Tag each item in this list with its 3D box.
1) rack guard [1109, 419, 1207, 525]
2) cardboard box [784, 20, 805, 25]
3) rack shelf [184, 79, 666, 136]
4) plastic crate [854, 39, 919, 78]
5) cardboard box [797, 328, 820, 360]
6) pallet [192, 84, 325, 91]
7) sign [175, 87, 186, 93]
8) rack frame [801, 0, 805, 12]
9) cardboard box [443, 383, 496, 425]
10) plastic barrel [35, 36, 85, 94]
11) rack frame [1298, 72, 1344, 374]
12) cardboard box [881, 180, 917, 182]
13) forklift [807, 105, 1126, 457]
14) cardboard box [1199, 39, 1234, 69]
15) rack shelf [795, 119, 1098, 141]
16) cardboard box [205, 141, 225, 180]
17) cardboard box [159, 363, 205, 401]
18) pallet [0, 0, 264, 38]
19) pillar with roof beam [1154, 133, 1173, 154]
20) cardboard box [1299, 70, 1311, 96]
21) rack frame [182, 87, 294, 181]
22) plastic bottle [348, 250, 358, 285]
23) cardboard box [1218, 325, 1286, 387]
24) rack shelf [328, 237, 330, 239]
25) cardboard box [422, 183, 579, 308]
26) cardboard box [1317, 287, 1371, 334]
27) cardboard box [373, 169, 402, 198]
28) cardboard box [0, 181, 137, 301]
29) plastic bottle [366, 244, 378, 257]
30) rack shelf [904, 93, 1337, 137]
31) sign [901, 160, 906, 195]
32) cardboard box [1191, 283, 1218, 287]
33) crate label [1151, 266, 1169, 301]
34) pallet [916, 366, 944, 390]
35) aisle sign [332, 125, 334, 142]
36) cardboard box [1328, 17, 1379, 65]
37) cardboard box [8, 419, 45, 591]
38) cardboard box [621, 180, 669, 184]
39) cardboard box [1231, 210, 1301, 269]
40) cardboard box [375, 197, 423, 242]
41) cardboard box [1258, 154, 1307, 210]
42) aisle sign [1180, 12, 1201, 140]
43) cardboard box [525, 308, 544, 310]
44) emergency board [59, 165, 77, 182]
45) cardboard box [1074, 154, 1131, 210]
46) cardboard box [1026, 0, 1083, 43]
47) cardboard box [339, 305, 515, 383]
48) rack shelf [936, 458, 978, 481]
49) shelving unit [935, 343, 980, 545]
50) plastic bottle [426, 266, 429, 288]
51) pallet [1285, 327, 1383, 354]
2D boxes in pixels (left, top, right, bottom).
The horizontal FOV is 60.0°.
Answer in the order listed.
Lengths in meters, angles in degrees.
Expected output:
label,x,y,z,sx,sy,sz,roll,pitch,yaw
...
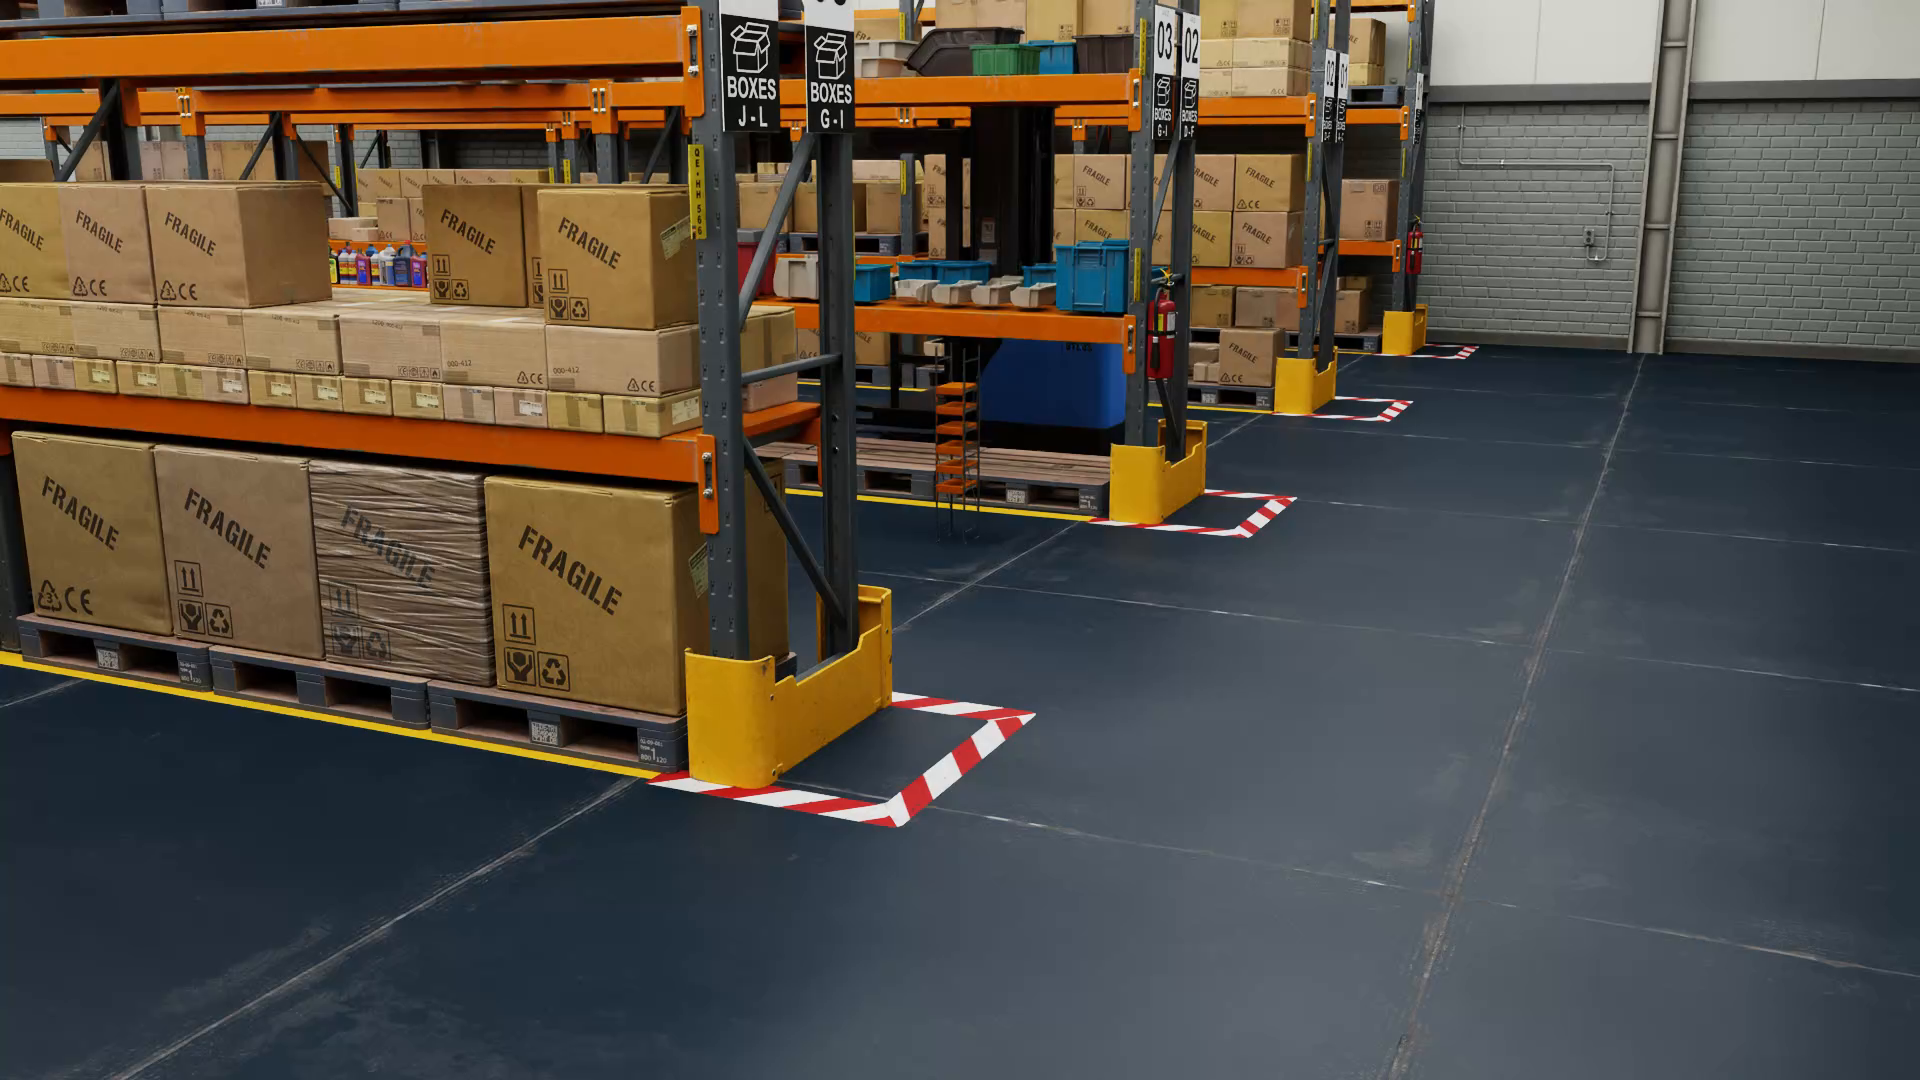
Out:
label,x,y,z,sx,sy,sz,roll,pitch,yaw
rack guard,1.343,-0.475,11.186,0.348,0.500,1.175,6,14,23
cardboard box,-1.382,-4.977,16.978,0.600,0.600,0.600,6,14,23
rack shelf,-4.170,-3.357,13.004,4.000,0.370,1.077,6,14,23
plastic crate,-0.585,-3.364,11.718,0.530,0.282,0.437,6,14,23
cardboard box,-1.347,-2.127,17.261,0.500,0.500,0.500,6,14,23
pallet,-5.338,-3.709,13.344,1.213,0.211,1.003,6,14,23
sign,-6.214,-3.726,13.230,0.005,0.325,0.100,6,14,23
rack frame,-1.985,-7.422,22.187,0.127,3.000,1.000,6,14,23
cardboard box,-1.845,-0.570,6.667,0.250,0.149,0.380,6,15,24
plastic barrel,-7.906,-4.384,14.708,0.708,0.901,0.600,6,14,23
rack frame,3.326,-2.726,15.306,0.127,3.000,1.000,6,14,23
cardboard box,-0.717,-4.510,21.993,0.500,0.500,0.500,6,14,23
forklift,-0.066,-2.199,13.211,3.031,2.935,1.130,6,14,24
cardboard box,2.296,-4.397,15.096,0.500,0.250,0.500,6,14,23
rack shelf,-0.157,-5.426,21.823,4.000,0.370,1.077,6,14,23
cardboard box,-8.974,-4.649,20.444,0.500,0.500,0.700,6,14,23
cardboard box,-3.255,-0.712,7.274,0.250,0.149,0.380,6,14,22
pallet,-3.603,-2.367,7.403,1.213,0.211,1.003,6,14,23
pillar with roof beam,0.919,-6.269,17.271,0.400,9.000,9.100,6,14,23
cardboard box,2.959,-4.214,15.410,0.500,0.250,0.500,6,14,23
rack frame,-5.998,-2.432,14.053,0.127,3.000,1.000,6,14,23
plastic bottle,-4.794,-2.160,13.175,0.097,0.271,0.097,0,13,0
cardboard box,2.729,-1.722,15.537,0.500,0.500,0.500,6,14,23
rack shelf,-9.474,-3.671,20.909,4.000,0.370,1.077,6,14,23
cardboard box,-1.953,-1.288,7.213,0.500,0.500,0.500,5,14,22
cardboard box,4.649,-2.792,20.142,0.500,0.500,0.700,6,14,23
cardboard box,-8.537,-5.389,25.296,0.500,0.500,0.500,6,14,23
cardboard box,-4.013,-1.367,7.548,0.500,0.500,0.500,6,14,23
plastic bottle,-4.968,-2.367,14.059,0.097,0.271,0.097,0,13,0
rack shelf,1.497,-4.021,15.835,4.000,0.370,1.077,6,14,23
sign,-0.553,-3.544,16.256,0.005,0.325,0.100,6,14,23
cardboard box,3.031,-3.226,20.569,0.250,0.149,0.380,5,14,22
crate label,1.224,-1.731,11.302,0.303,0.233,0.416,6,14,23
pallet,0.296,-1.675,16.931,1.213,0.211,1.003,6,14,23
aisle sign,-9.487,-6.451,25.491,0.004,0.787,0.394,6,14,23
cardboard box,4.549,-5.777,19.292,0.500,0.500,0.500,6,14,23
cardboard box,-4.940,-0.253,8.497,0.875,0.875,1.225,6,14,23
cardboard box,-3.367,-3.685,18.254,0.500,0.500,0.700,1,13,4
cardboard box,2.806,-2.759,15.229,0.500,0.500,0.500,6,15,25
cardboard box,-6.468,-3.762,19.502,0.500,0.500,0.500,7,15,27
cardboard box,3.027,-3.358,15.591,0.500,0.500,0.500,6,15,25
aisle sign,1.502,-3.013,10.838,0.004,0.787,0.394,6,14,23
cardboard box,-1.497,-0.877,7.102,0.500,0.250,0.500,6,14,23
emergency board,-16.039,-6.149,29.895,0.643,1.169,0.194,6,14,23
cardboard box,1.400,-3.386,15.713,0.500,0.500,0.500,6,15,25
cardboard box,0.988,-4.934,15.743,0.500,0.500,0.700,6,14,23
cardboard box,-2.169,-0.813,6.829,0.500,0.250,0.500,5,14,21
rack shelf,-0.013,-0.425,10.161,0.180,0.103,0.258,6,14,23
shelving unit,-0.013,-0.585,10.123,0.189,1.200,0.258,6,14,23
plastic bottle,-4.080,-2.054,12.875,0.097,0.201,0.097,0,13,0
pallet,4.566,-2.461,20.282,1.213,0.211,1.003,6,14,23
